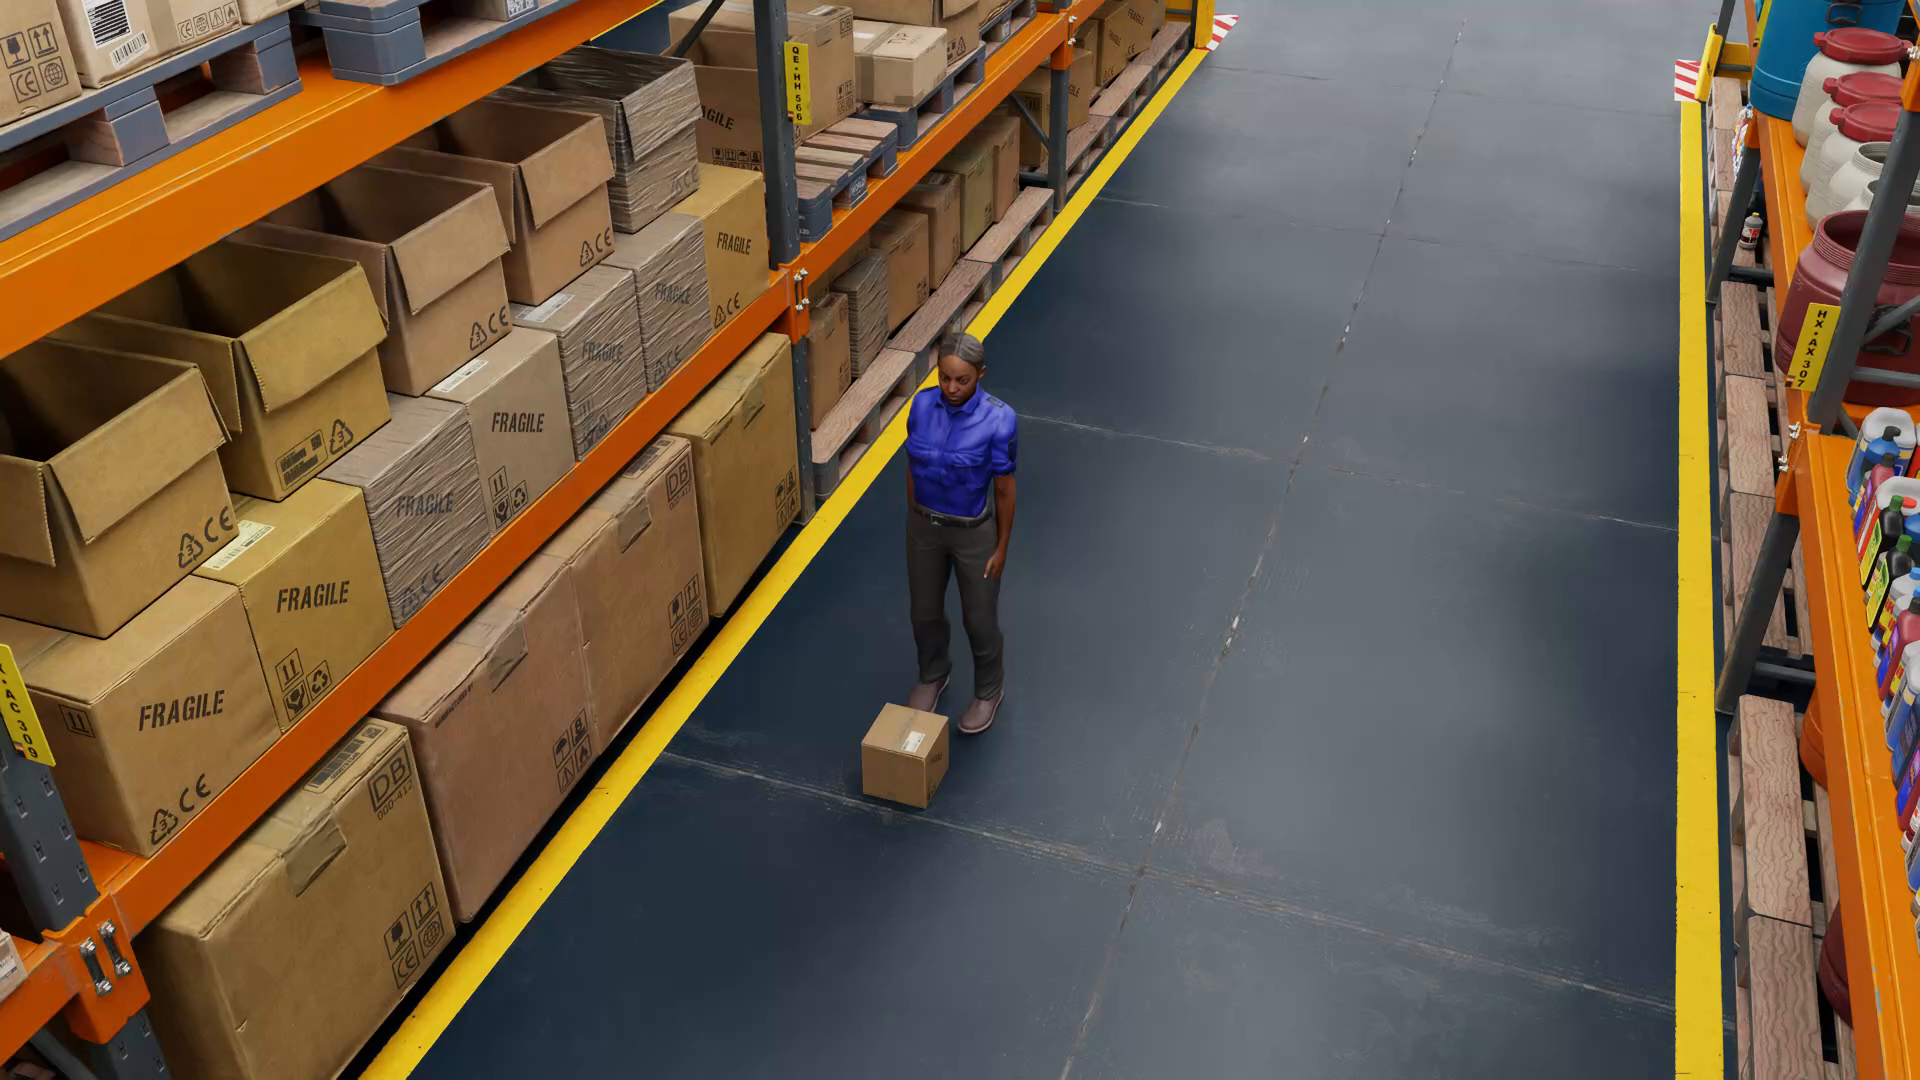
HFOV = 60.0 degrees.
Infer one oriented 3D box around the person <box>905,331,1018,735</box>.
[{"bbox_3d":[-0.004,-0.019,6.178,0.437,1.656,0.299,14,36,20],"label":"person"}]
